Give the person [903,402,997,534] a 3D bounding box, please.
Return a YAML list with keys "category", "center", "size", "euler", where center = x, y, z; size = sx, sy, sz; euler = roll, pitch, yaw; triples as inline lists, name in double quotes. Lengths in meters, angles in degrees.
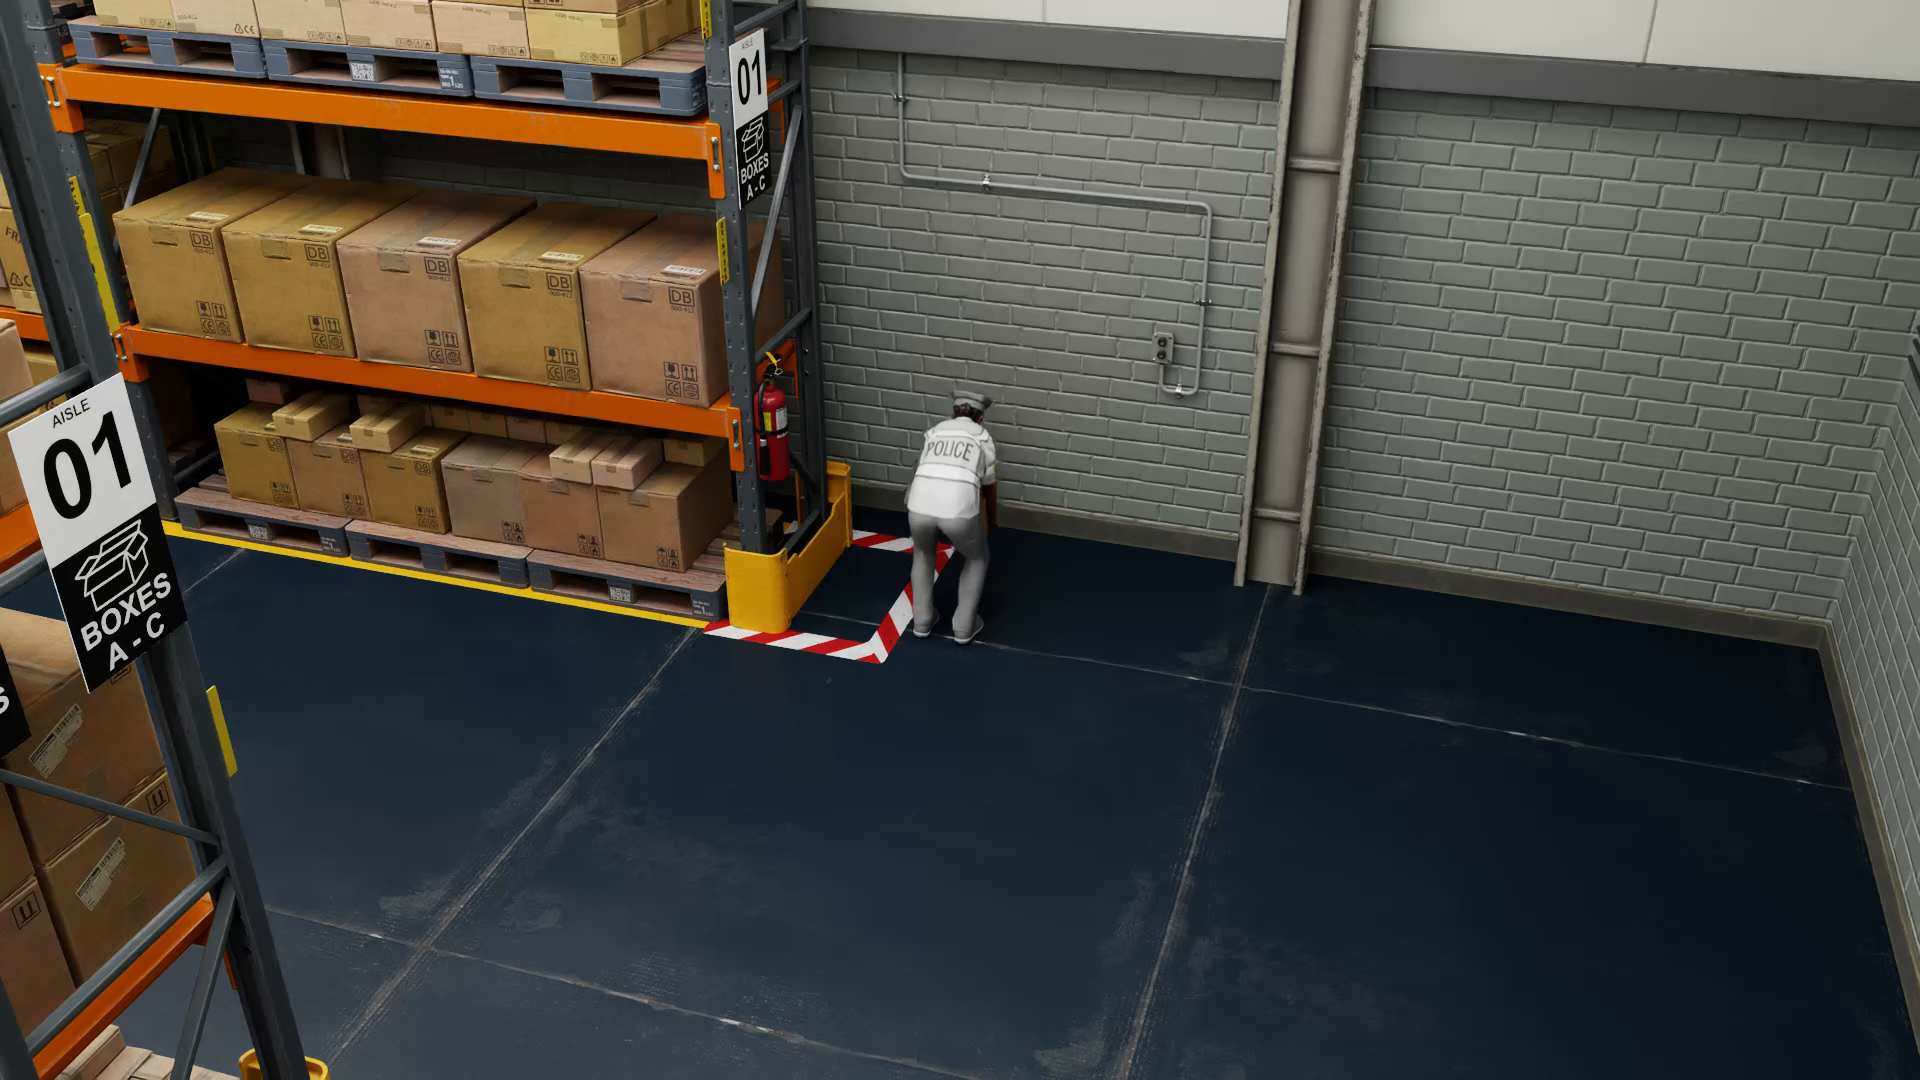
- category: "person"
  center: [-0.030, -0.292, 9.053]
  size: [0.411, 0.802, 0.844]
  euler: [8, 30, 13]
